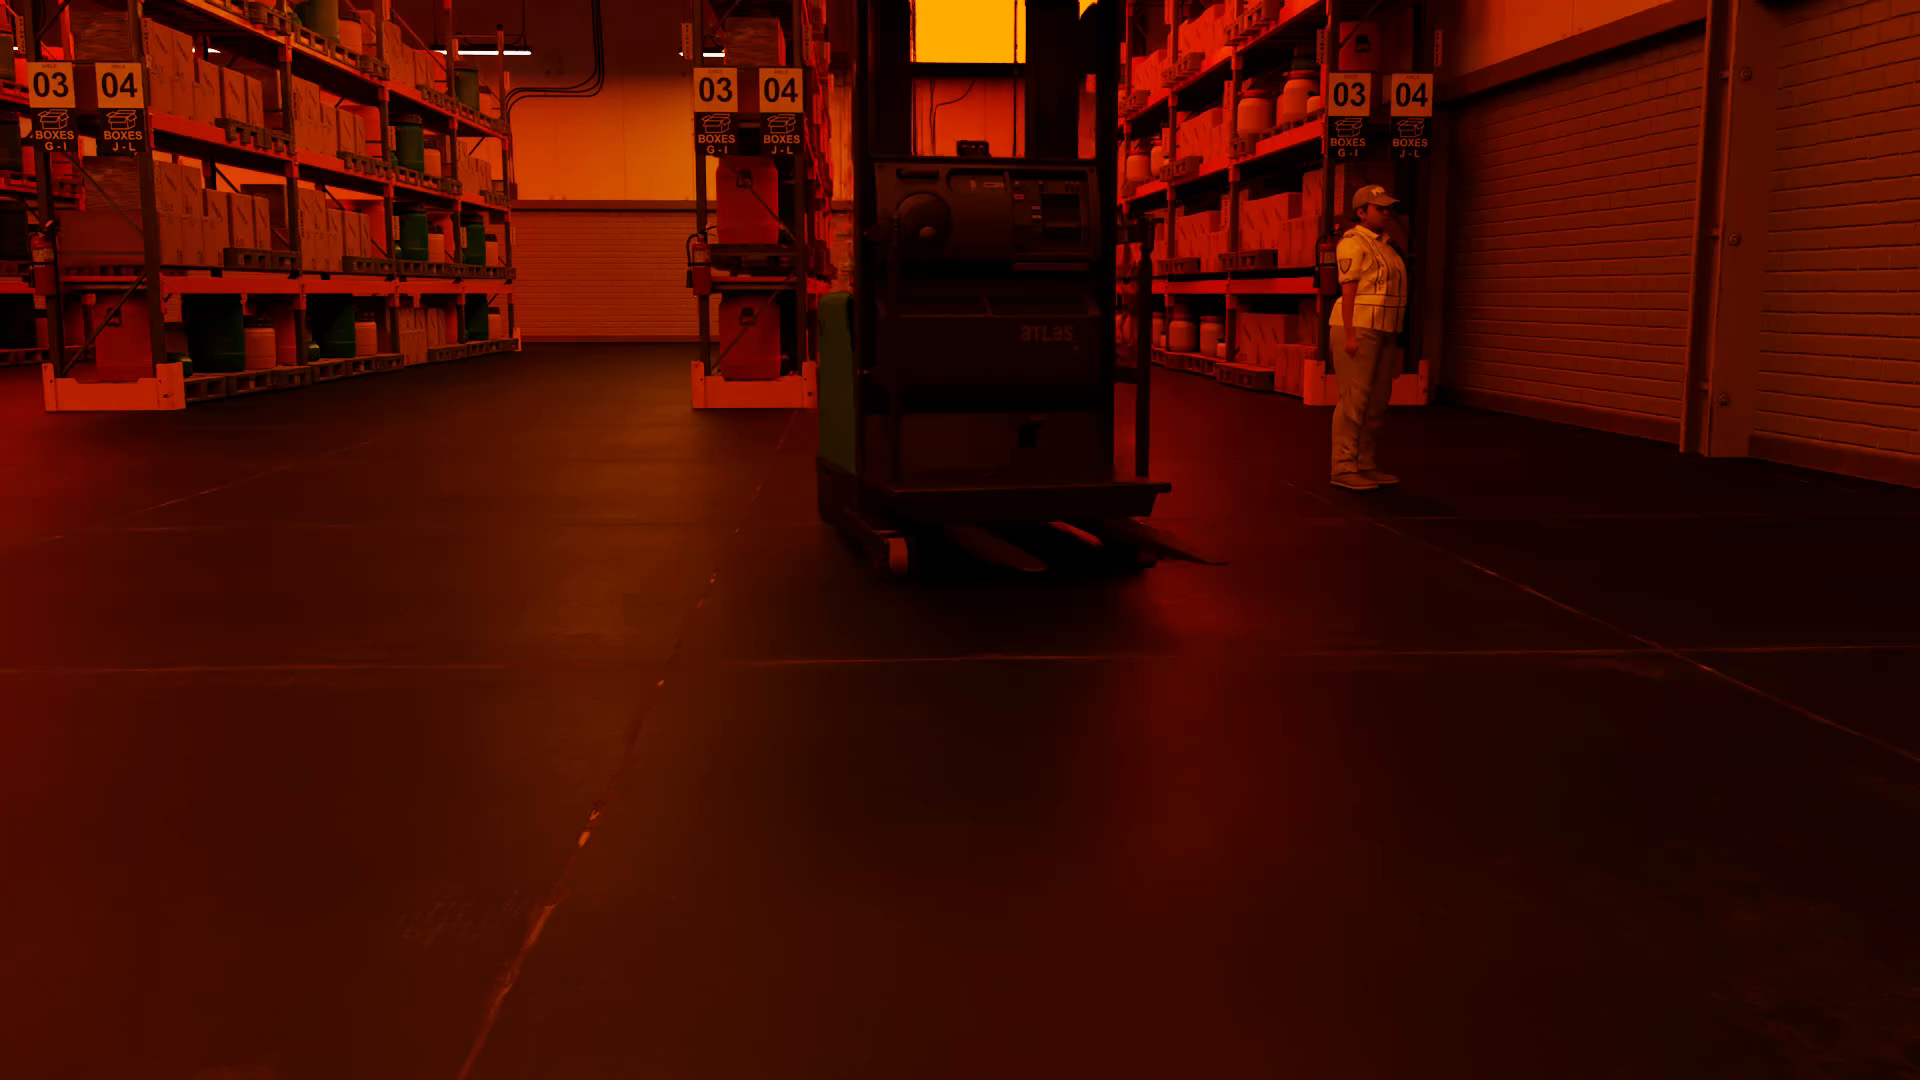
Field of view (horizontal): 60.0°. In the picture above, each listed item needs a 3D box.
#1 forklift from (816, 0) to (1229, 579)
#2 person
[{"bbox_3d":[0.169,-1.361,6.500,1.130,2.935,3.031,-2,9,-14],"label":"forklift"},{"bbox_3d":[2.271,-1.130,9.268,0.390,1.669,0.481,6,11,37],"label":"person"}]
